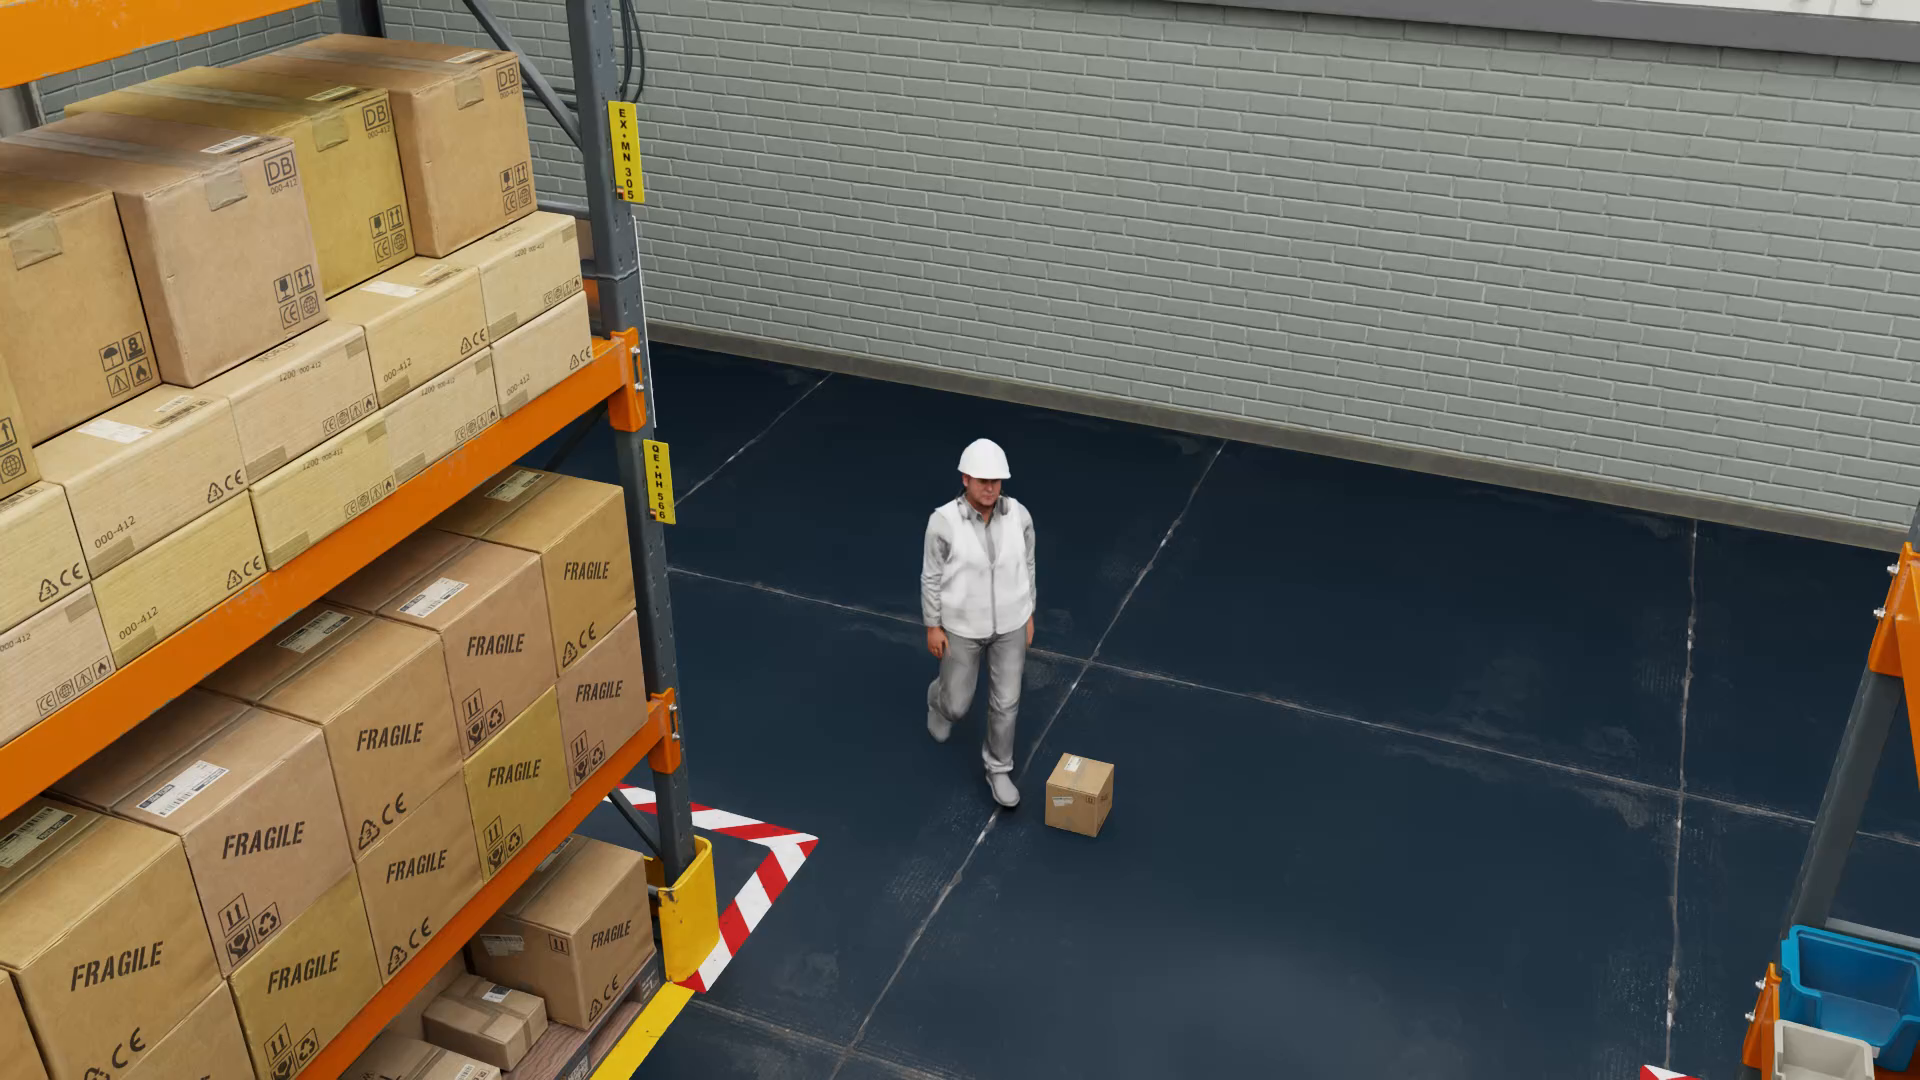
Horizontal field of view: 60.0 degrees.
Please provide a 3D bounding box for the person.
[{"bbox_3d":[0.088,0.359,7.734,0.554,1.758,0.733,-8,30,-14],"label":"person"}]
